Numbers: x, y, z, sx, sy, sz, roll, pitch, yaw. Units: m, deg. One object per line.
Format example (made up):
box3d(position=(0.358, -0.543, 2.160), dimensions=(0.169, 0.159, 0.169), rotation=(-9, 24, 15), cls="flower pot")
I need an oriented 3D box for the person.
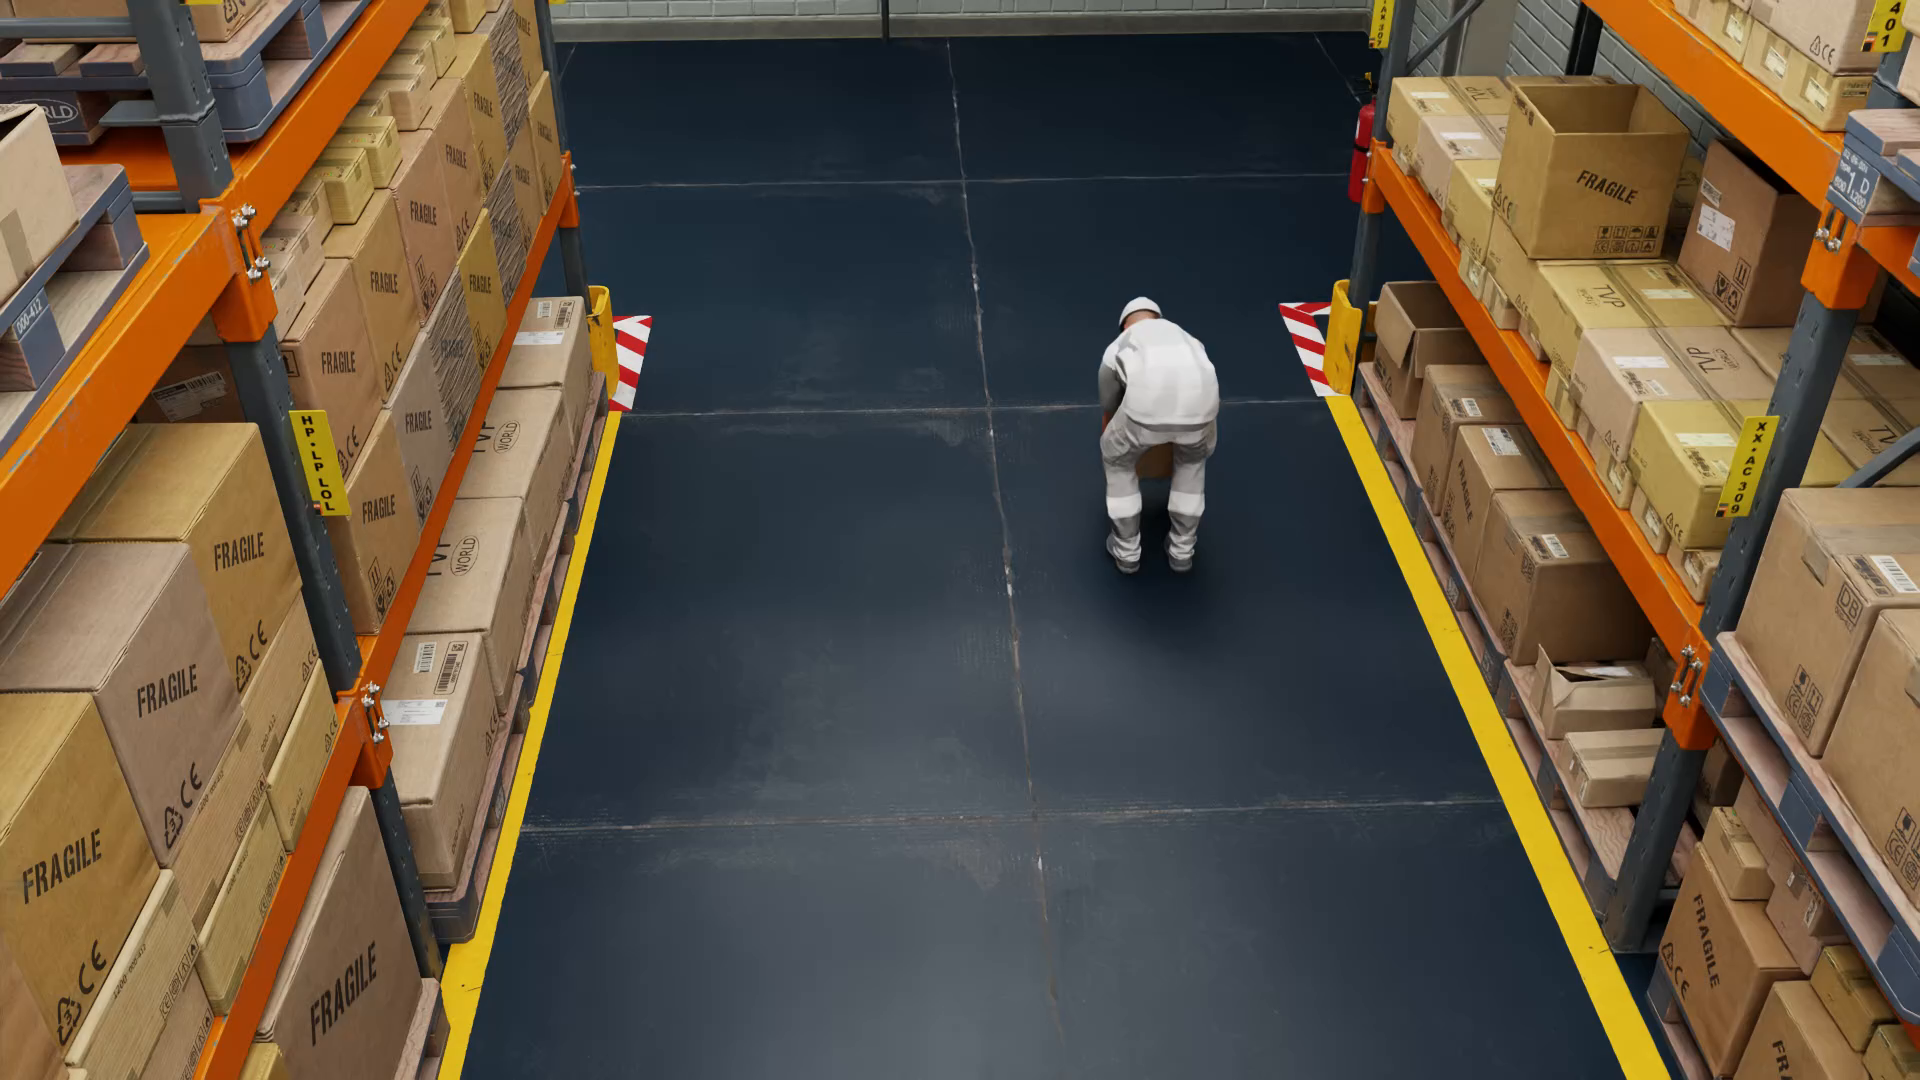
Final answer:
box3d(position=(0.853, -0.489, 7.436), dimensions=(0.511, 1.083, 0.965), rotation=(-3, 35, -4), cls="person")
